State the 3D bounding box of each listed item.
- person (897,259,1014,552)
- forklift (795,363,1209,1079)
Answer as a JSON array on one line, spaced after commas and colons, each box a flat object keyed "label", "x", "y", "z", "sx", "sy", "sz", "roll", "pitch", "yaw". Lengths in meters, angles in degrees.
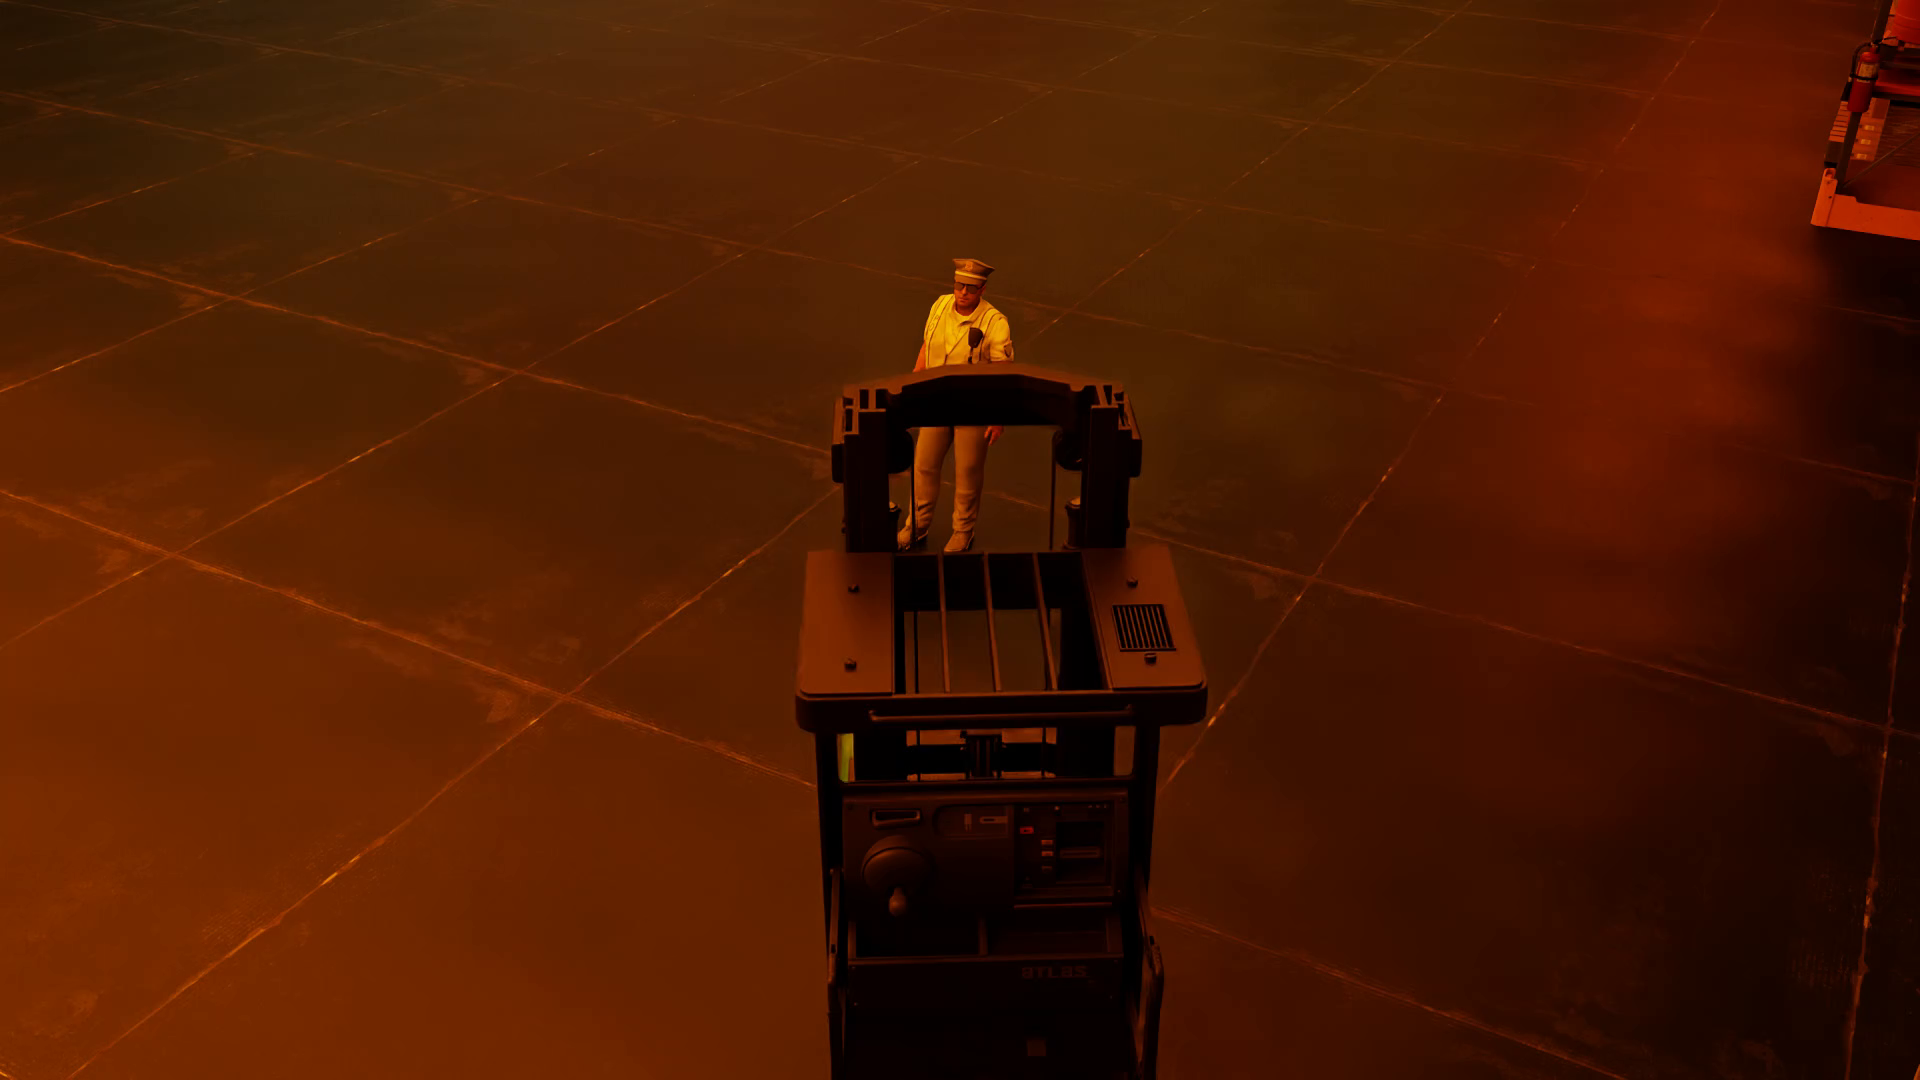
[{"label": "person", "x": -0.048, "y": -0.747, "z": 9.499, "sx": 0.641, "sy": 1.780, "sz": 0.574, "roll": 15, "pitch": 33, "yaw": 25}, {"label": "forklift", "x": 0.096, "y": 1.062, "z": 5.231, "sx": 1.130, "sy": 2.935, "sz": 3.031, "roll": -1, "pitch": 30, "yaw": -2}]
